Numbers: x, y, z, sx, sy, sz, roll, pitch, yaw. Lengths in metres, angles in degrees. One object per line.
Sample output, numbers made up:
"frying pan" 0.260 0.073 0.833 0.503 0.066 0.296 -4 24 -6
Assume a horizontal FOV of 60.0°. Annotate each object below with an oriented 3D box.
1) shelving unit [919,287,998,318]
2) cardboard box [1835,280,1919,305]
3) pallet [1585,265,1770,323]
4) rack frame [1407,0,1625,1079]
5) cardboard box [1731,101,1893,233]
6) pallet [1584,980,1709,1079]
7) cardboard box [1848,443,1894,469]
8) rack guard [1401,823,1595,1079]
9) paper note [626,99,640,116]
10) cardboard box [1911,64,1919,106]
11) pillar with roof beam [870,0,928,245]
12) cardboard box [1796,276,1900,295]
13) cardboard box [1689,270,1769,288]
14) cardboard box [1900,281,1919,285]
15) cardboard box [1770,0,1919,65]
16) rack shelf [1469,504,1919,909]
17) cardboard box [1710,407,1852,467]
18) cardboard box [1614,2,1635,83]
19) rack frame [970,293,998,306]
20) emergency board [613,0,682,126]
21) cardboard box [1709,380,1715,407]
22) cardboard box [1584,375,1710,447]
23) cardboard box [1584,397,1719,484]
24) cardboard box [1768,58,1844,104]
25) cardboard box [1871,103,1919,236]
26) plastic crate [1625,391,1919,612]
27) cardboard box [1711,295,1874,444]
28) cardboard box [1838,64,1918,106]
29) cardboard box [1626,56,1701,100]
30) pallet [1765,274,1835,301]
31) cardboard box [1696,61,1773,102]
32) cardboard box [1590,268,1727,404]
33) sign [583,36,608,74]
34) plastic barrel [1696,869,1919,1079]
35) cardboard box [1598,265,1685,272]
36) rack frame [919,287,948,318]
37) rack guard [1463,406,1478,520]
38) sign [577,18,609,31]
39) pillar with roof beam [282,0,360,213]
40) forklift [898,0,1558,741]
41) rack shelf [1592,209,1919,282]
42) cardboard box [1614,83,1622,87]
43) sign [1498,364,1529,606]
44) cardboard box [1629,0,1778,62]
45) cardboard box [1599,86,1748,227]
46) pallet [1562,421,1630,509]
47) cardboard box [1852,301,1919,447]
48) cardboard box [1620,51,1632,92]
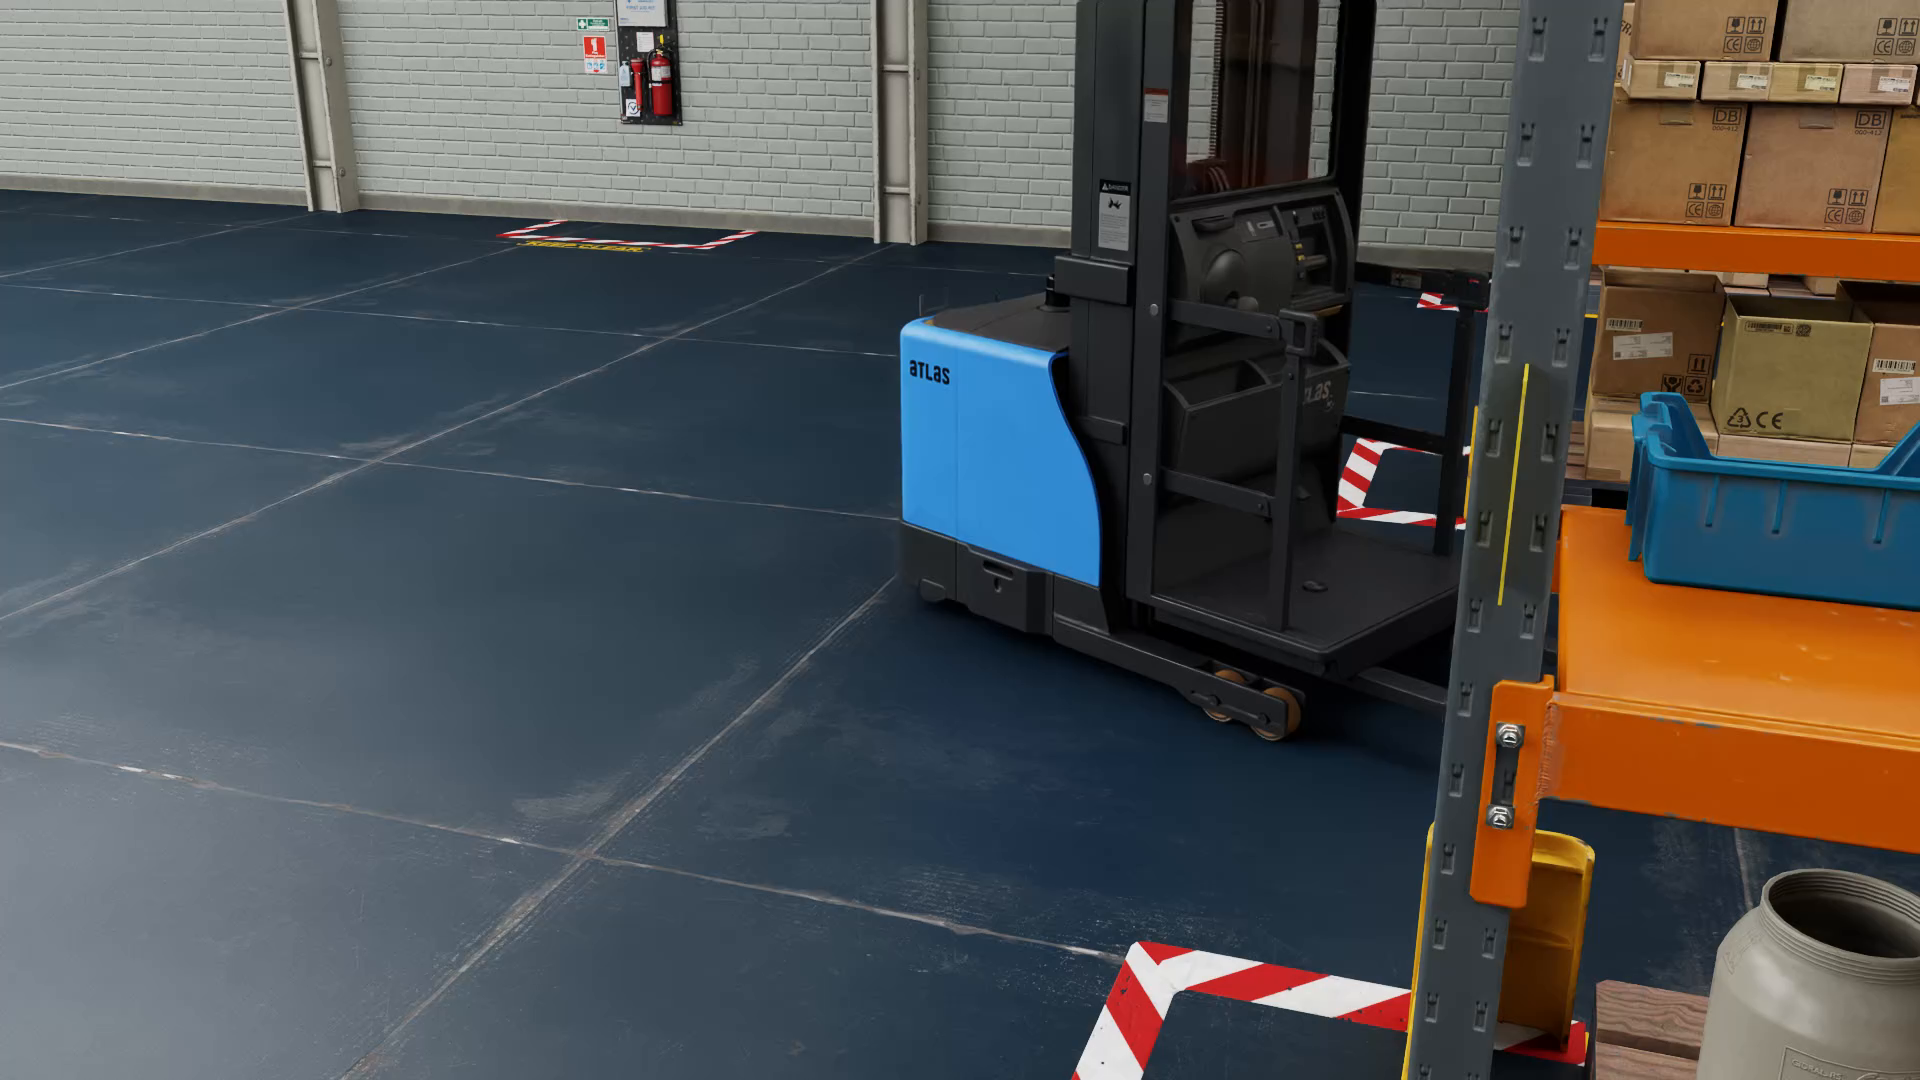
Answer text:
"shelving unit" -0.003 -0.501 6.915 0.252 1.050 0.215 12 22 31
"cardboard box" 4.138 -0.841 7.331 0.500 0.500 0.500 7 20 18
"pallet" 5.034 -1.772 11.840 1.213 0.211 1.003 7 20 18
"rack frame" 0.955 -0.116 2.851 0.127 3.000 1.000 7 20 18
"cardboard box" 3.519 -1.593 6.937 0.500 0.500 0.700 7 20 19
"pallet" 1.808 1.284 3.072 1.213 0.211 1.003 7 20 18
"cardboard box" 3.964 -0.321 6.980 0.500 0.250 0.500 7 20 18
"rack guard" 1.042 1.058 3.281 0.348 0.500 1.175 7 20 18
"paper note" -2.983 -3.941 15.163 0.142 0.148 0.016 7 20 18
"cardboard box" 3.860 -1.789 6.513 0.250 0.149 0.380 6 20 16
"pillar with roof beam" -1.929 -5.532 9.274 0.400 9.000 9.100 7 20 18
"cardboard box" 6.046 -1.964 11.284 0.500 0.500 0.700 5 20 15
"cardboard box" 5.369 -1.970 11.587 0.500 0.311 0.500 8 21 23
"cardboard box" 6.481 -1.804 11.359 0.250 0.149 0.380 5 20 14
"cardboard box" 3.570 -2.200 6.707 0.500 0.500 0.700 6 20 17
"rack shelf" 2.844 0.440 2.350 4.000 0.370 1.077 7 20 18
"cardboard box" 3.491 -0.375 7.135 0.500 0.250 0.500 7 20 18
"cardboard box" 4.559 -3.344 11.170 0.500 0.500 0.500 7 20 18
"rack frame" 0.100 -0.479 6.853 0.008 1.050 0.200 12 22 31
"emergency board" -2.838 -4.316 14.902 0.643 1.169 0.194 7 20 18
"cardboard box" 3.664 -0.539 7.605 0.500 0.250 0.500 7 20 18
"cardboard box" 3.188 -0.589 7.749 0.500 0.250 0.500 7 20 18
"cardboard box" 3.018 -0.428 7.287 0.500 0.250 0.500 7 20 18
"cardboard box" 3.370 -1.845 6.673 0.250 0.149 0.380 7 20 18
"cardboard box" 3.986 -1.538 6.778 0.500 0.500 0.700 7 20 18
"plastic crate" 1.526 -0.084 2.987 0.616 0.251 0.499 7 20 18
"cardboard box" 3.491 -0.729 7.010 0.500 0.500 0.500 7 20 18
"cardboard box" 3.607 -1.817 6.593 0.250 0.149 0.380 6 20 17
"cardboard box" 2.884 -1.900 6.831 0.250 0.149 0.380 6 20 18
"pallet" 6.183 -1.640 11.460 1.213 0.211 1.003 7 20 18
"cardboard box" 3.135 -1.872 6.752 0.250 0.149 0.380 6 20 17
"cardboard box" 3.189 -0.944 7.627 0.500 0.500 0.500 7 20 18
"sign" -3.326 -4.425 15.159 0.234 0.329 0.001 7 20 18
"plastic barrel" 1.602 0.908 3.056 0.421 0.512 0.421 0 19 0
"cardboard box" 4.830 -2.031 11.763 0.500 0.311 0.500 4 20 12
"rack frame" -0.105 -0.522 6.978 0.008 1.050 0.200 12 22 31
"rack guard" 2.562 -0.478 7.687 0.348 0.500 1.175 7 20 18
"sign" -3.325 -4.672 15.062 0.331 0.109 0.001 7 20 18
"pillar with roof beam" -7.597 -6.180 11.134 0.400 9.000 9.100 7 20 18
"forklift" 1.155 -0.941 5.322 1.130 2.935 3.031 -18 26 -41
"rack shelf" 4.474 -1.100 6.767 4.000 0.370 1.077 7 20 18
"cardboard box" 4.563 -2.983 11.275 0.500 0.250 0.500 6 20 16
"sign" 0.771 -0.076 2.316 0.005 0.325 0.100 7 20 18
"cardboard box" 3.071 -2.255 6.866 0.500 0.500 0.700 7 20 18
"cardboard box" 3.021 -1.648 7.096 0.500 0.500 0.700 7 20 18
"pallet" 3.320 -0.269 7.527 1.213 0.211 1.003 7 20 18
"cardboard box" 3.967 -0.679 6.867 0.500 0.500 0.500 7 20 18
"cardboard box" 3.008 -2.027 7.196 0.250 0.149 0.380 6 20 17
